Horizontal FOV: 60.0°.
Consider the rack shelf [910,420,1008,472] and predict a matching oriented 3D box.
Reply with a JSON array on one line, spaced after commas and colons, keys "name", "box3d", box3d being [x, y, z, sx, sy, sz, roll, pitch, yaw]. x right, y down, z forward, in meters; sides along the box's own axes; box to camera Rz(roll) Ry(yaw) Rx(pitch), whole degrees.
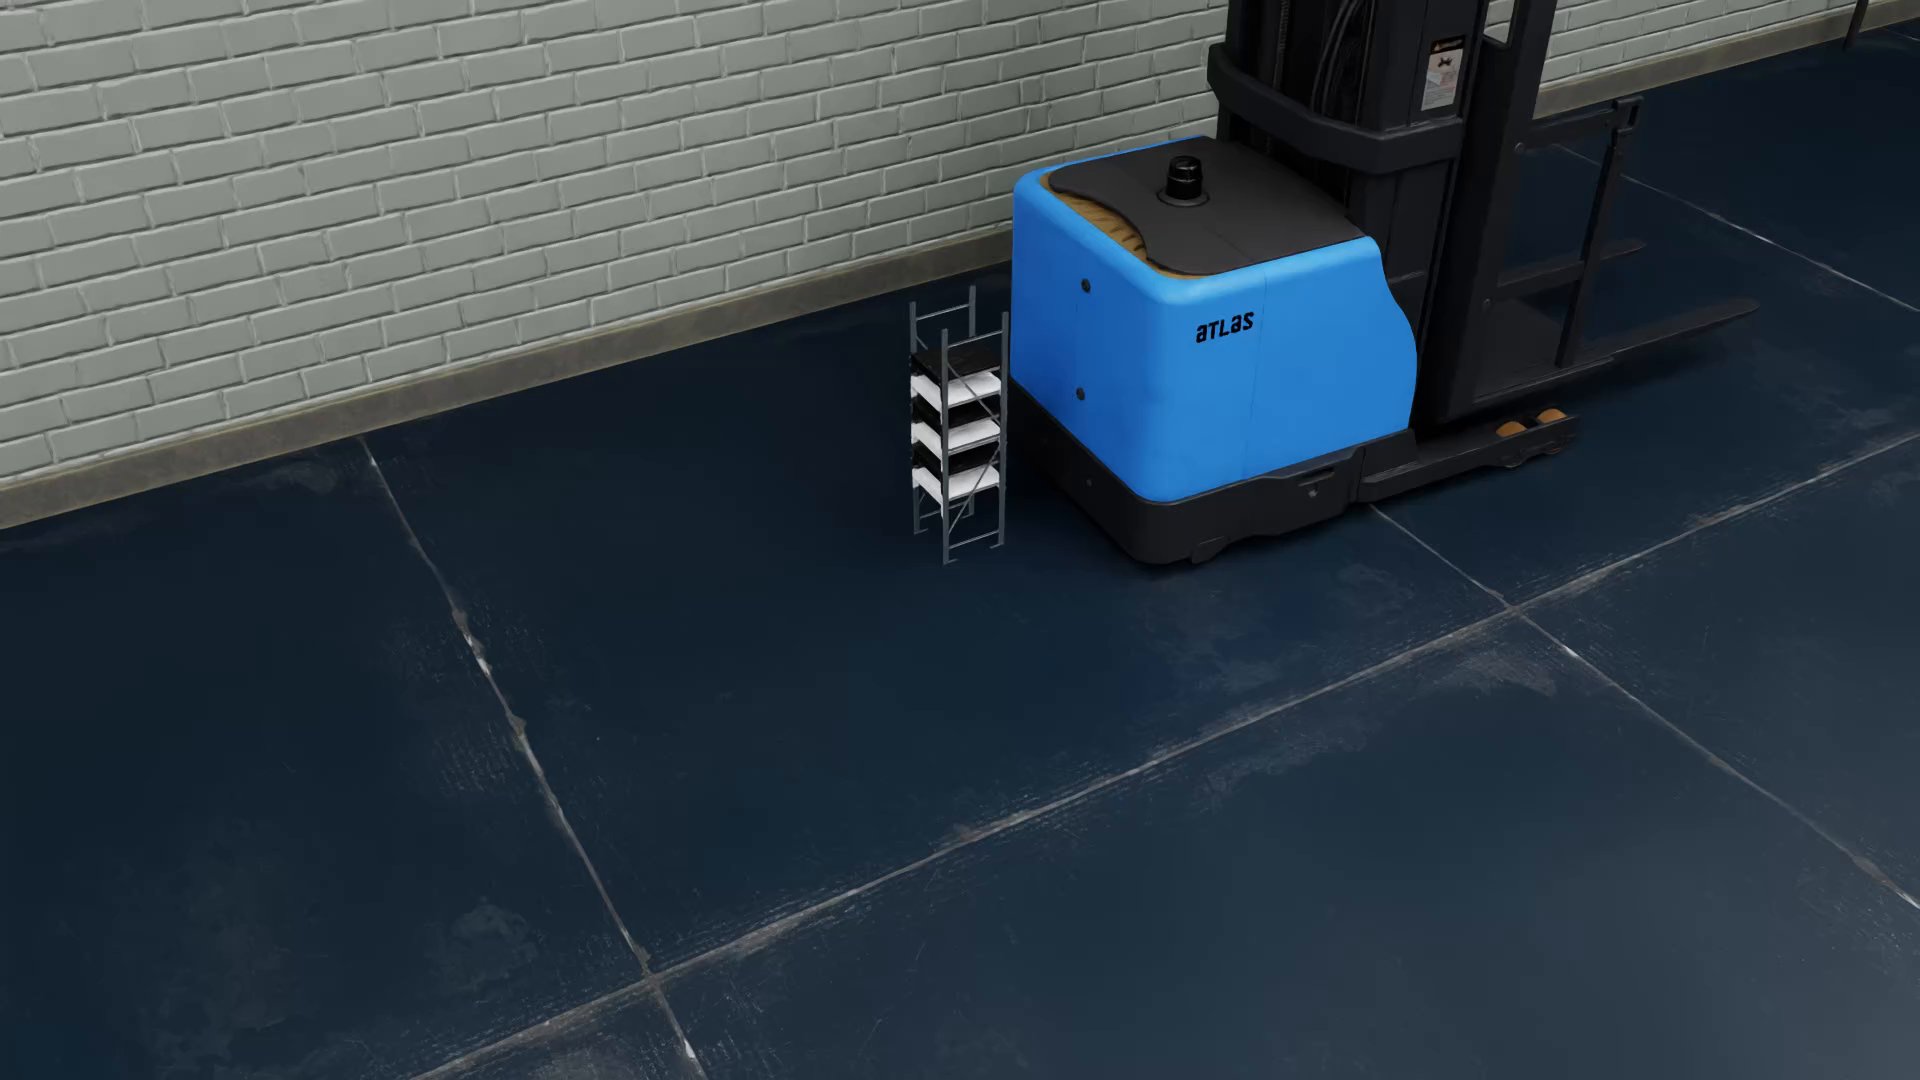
[{"name": "rack shelf", "box3d": [-0.004, -0.341, 5.510, 0.258, 0.077, 0.200, -19, 40, -24]}]

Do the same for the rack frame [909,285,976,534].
[{"name": "rack frame", "box3d": [-0.055, -0.419, 5.561, 0.240, 0.900, 0.006, -19, 40, -24]}]

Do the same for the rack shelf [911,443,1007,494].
[{"name": "rack shelf", "box3d": [-0.004, -0.268, 5.563, 0.258, 0.077, 0.200, -19, 40, -24]}]

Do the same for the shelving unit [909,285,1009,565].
[{"name": "shelving unit", "box3d": [-0.004, -0.368, 5.490, 0.258, 0.900, 0.210, -19, 40, -24]}]

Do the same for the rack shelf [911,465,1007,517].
[{"name": "rack shelf", "box3d": [-0.004, -0.195, 5.616, 0.258, 0.077, 0.200, -19, 40, -24]}]

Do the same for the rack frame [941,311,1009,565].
[{"name": "rack frame", "box3d": [0.047, -0.316, 5.419, 0.240, 0.900, 0.006, -19, 40, -24]}]

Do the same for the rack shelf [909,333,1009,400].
[{"name": "rack shelf", "box3d": [-0.004, -0.559, 5.351, 0.258, 0.077, 0.200, -19, 40, -24]}]

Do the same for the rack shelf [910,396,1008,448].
[{"name": "rack shelf", "box3d": [-0.004, -0.413, 5.457, 0.258, 0.077, 0.200, -19, 40, -24]}]

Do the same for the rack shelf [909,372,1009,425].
[{"name": "rack shelf", "box3d": [-0.004, -0.486, 5.404, 0.258, 0.077, 0.200, -19, 40, -24]}]

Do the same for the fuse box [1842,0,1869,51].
[{"name": "fuse box", "box3d": [5.184, -3.528, 9.129, 0.539, 1.711, 0.414, -19, 40, -24]}]

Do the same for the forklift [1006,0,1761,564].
[{"name": "forklift", "box3d": [1.715, -1.709, 5.604, 3.031, 2.935, 1.130, -17, 39, -22]}]
